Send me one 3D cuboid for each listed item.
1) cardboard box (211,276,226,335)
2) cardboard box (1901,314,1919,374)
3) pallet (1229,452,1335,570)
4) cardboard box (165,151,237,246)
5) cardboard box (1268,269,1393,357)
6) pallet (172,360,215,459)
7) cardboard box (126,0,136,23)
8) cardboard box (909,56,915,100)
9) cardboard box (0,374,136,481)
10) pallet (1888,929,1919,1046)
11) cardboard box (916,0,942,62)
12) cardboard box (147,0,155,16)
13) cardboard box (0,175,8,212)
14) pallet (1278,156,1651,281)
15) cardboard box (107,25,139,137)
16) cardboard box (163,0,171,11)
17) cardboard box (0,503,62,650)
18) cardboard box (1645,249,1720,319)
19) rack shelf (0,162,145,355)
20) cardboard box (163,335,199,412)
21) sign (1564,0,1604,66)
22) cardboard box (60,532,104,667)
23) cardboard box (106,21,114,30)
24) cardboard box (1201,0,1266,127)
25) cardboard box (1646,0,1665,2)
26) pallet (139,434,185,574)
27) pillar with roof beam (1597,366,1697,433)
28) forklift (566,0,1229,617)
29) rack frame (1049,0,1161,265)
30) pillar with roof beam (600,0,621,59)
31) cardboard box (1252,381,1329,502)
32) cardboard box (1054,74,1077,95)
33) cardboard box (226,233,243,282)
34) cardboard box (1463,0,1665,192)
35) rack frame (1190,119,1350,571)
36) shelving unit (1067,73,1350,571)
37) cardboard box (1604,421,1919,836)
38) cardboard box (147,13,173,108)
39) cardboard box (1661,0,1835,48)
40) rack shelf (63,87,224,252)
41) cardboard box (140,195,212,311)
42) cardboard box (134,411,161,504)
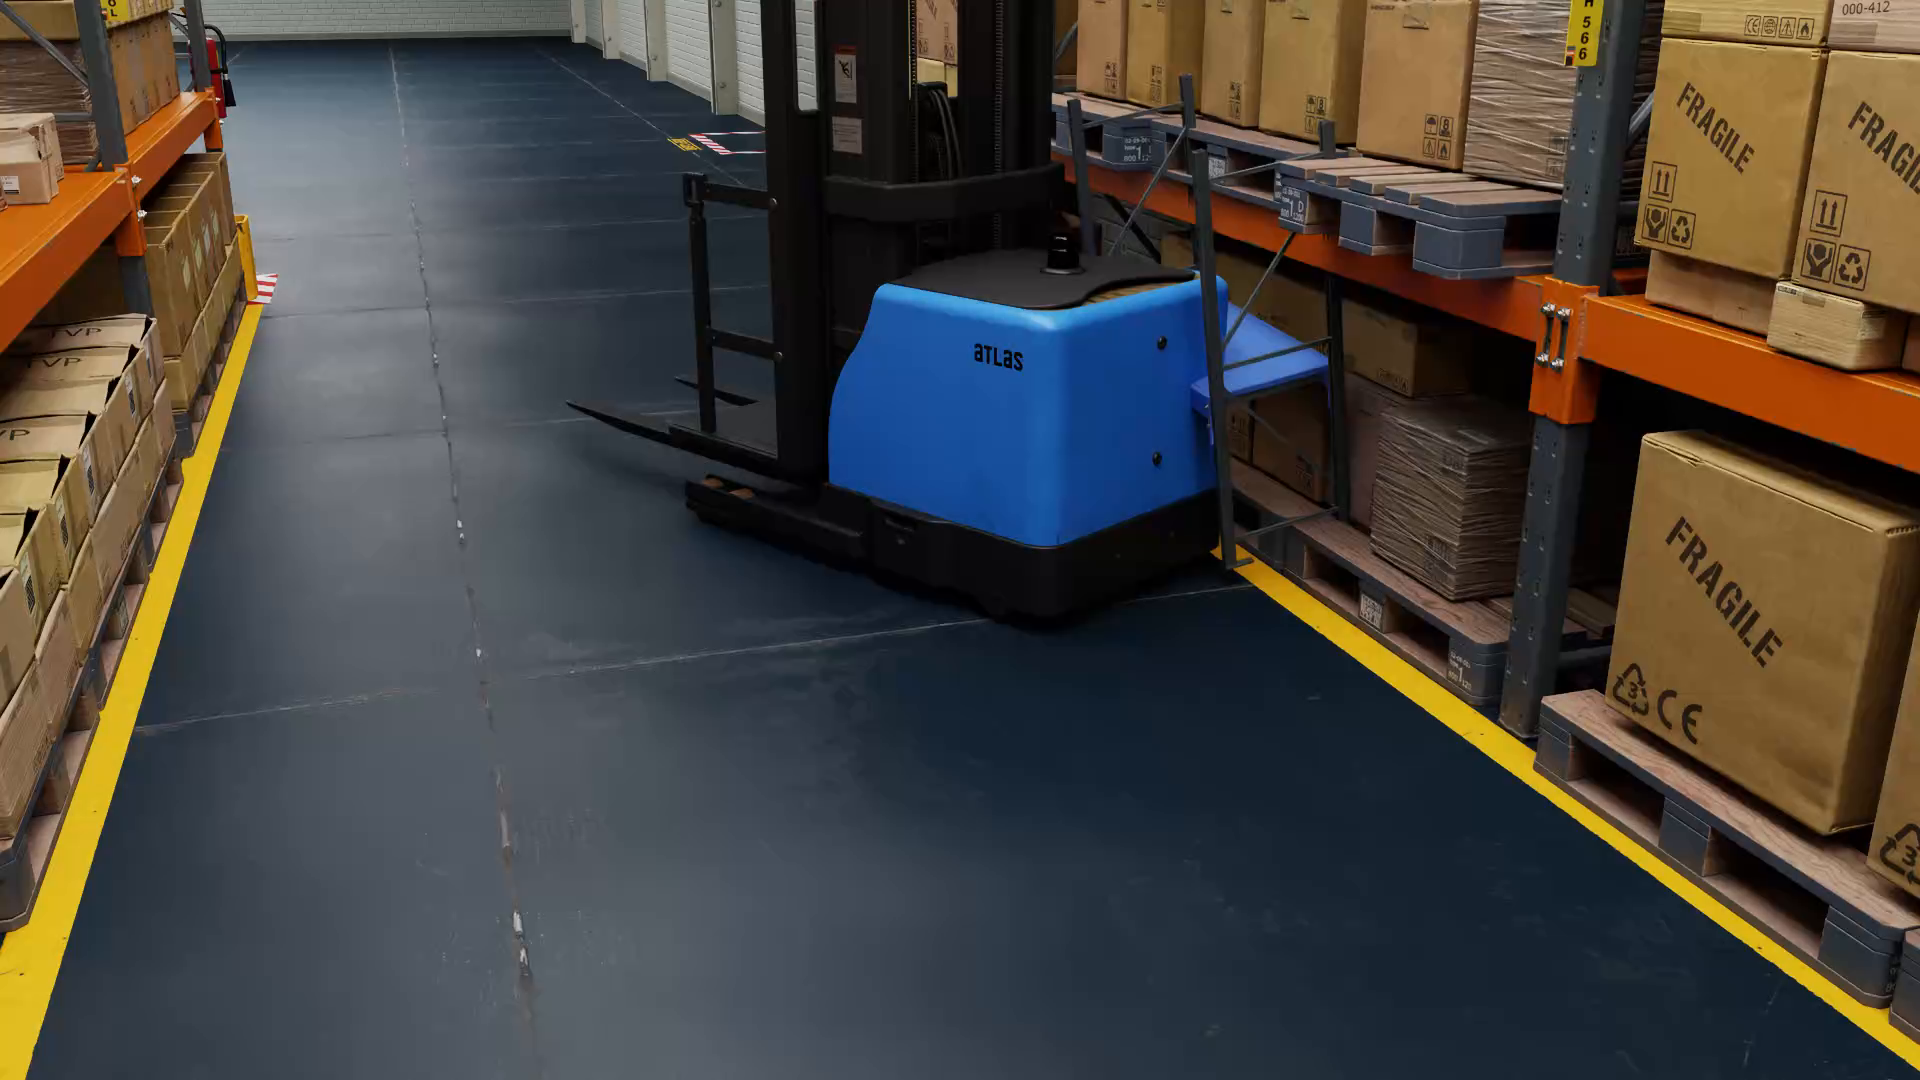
[{"bbox_3d":[-4.207,-1.223,8.832,0.500,0.250,0.500,-6,21,-17],"label":"cardboard box"},{"bbox_3d":[2.231,-0.418,3.485,0.380,0.149,0.250,-7,21,-18],"label":"cardboard box"},{"bbox_3d":[1.453,-0.230,6.745,1.003,0.211,1.213,-6,21,-17],"label":"pallet"},{"bbox_3d":[-4.688,-2.057,10.042,0.500,0.500,0.500,-6,21,-17],"label":"cardboard box"},{"bbox_3d":[1.515,-0.864,6.322,0.500,0.250,0.500,-6,21,-17],"label":"cardboard box"},{"bbox_3d":[-4.092,-0.604,7.787,1.003,0.211,1.213,-6,21,-17],"label":"pallet"},{"bbox_3d":[-4.272,-2.613,8.146,0.380,0.149,0.250,-7,21,-18],"label":"cardboard box"},{"bbox_3d":[-0.097,-2.725,9.758,0.500,0.250,0.500,-6,21,-17],"label":"cardboard box"},{"bbox_3d":[-3.158,-0.398,5.705,0.500,0.311,0.500,-6,21,-17],"label":"cardboard box"},{"bbox_3d":[2.633,1.063,3.144,1.003,0.211,1.213,-6,21,-17],"label":"pallet"},{"bbox_3d":[0.068,-2.917,9.185,0.500,0.500,0.500,-7,21,-19],"label":"cardboard box"},{"bbox_3d":[-4.514,-2.860,8.833,0.380,0.149,0.250,-6,21,-16],"label":"cardboard box"},{"bbox_3d":[-3.490,-1.287,5.414,0.500,0.500,0.500,-5,20,-13],"label":"cardboard box"},{"bbox_3d":[1.752,-1.028,5.125,1.213,0.211,1.003,-6,21,-17],"label":"pallet"},{"bbox_3d":[-4.353,-2.176,7.889,0.700,0.500,0.500,-6,21,-16],"label":"cardboard box"},{"bbox_3d":[-4.754,-3.107,9.521,0.380,0.149,0.250,-6,21,-16],"label":"cardboard box"},{"bbox_3d":[-2.683,0.092,4.339,0.500,0.311,0.500,-7,21,-19],"label":"cardboard box"},{"bbox_3d":[1.961,-0.662,4.164,0.380,0.149,0.250,-7,21,-18],"label":"cardboard box"},{"bbox_3d":[-3.253,-0.677,4.927,1.077,0.370,4.000,-6,21,-17],"label":"rack shelf"},{"bbox_3d":[-3.739,-0.742,7.490,0.500,0.250,0.500,-6,21,-17],"label":"cardboard box"},{"bbox_3d":[1.565,-1.348,4.136,0.100,0.325,0.005,-6,21,-17],"label":"sign"},{"bbox_3d":[-2.838,0.196,4.879,0.500,0.250,0.500,-7,21,-19],"label":"cardboard box"},{"bbox_3d":[-4.027,-2.363,7.451,0.380,0.149,0.250,-7,21,-18],"label":"cardboard box"},{"bbox_3d":[1.353,-1.884,6.425,0.700,0.500,0.500,-4,20,-10],"label":"cardboard box"},{"bbox_3d":[1.940,-1.568,4.586,0.380,0.149,0.250,-9,22,-24],"label":"cardboard box"},{"bbox_3d":[-3.613,-0.112,6.417,1.003,0.211,1.213,-6,21,-17],"label":"pallet"},{"bbox_3d":[-1.597,-3.776,3.617,9.100,9.000,0.400,-6,21,-17],"label":"pillar with roof beam"},{"bbox_3d":[-0.454,-1.525,6.328,3.031,2.935,1.130,18,26,40],"label":"forklift"},{"bbox_3d":[0.820,-2.185,8.061,1.000,3.000,0.127,-6,21,-17],"label":"rack frame"},{"bbox_3d":[-11.026,-13.403,30.420,9.100,9.000,0.400,-6,21,-17],"label":"pillar with roof beam"},{"bbox_3d":[1.567,-0.491,6.394,0.700,0.500,0.500,-7,21,-17],"label":"cardboard box"},{"bbox_3d":[0.383,-2.243,8.417,0.500,0.250,0.500,-6,21,-17],"label":"cardboard box"},{"bbox_3d":[-4.690,-1.704,10.168,0.500,0.250,0.500,-6,21,-17],"label":"cardboard box"},{"bbox_3d":[1.920,-1.305,4.813,0.700,0.500,0.500,-9,22,-24],"label":"cardboard box"},{"bbox_3d":[1.070,-0.626,5.636,0.500,1.500,0.032,-16,27,-14],"label":"rack frame"},{"bbox_3d":[0.903,-0.823,6.074,0.538,1.500,1.048,-16,27,-14],"label":"shelving unit"},{"bbox_3d":[2.184,0.163,4.084,0.750,0.750,0.750,-7,21,-18],"label":"cardboard box"},{"bbox_3d":[-4.834,-2.669,9.261,0.700,0.500,0.500,-6,21,-16],"label":"cardboard box"},{"bbox_3d":[1.984,-1.268,3.782,0.500,0.250,0.500,-6,21,-16],"label":"cardboard box"},{"bbox_3d":[-4.510,-1.960,8.501,1.077,0.370,4.000,-6,21,-17],"label":"rack shelf"},{"bbox_3d":[-4.044,-1.416,8.260,0.500,0.500,0.500,-6,21,-17],"label":"cardboard box"},{"bbox_3d":[-3.319,-0.296,6.249,0.500,0.250,0.500,-7,21,-18],"label":"cardboard box"}]
